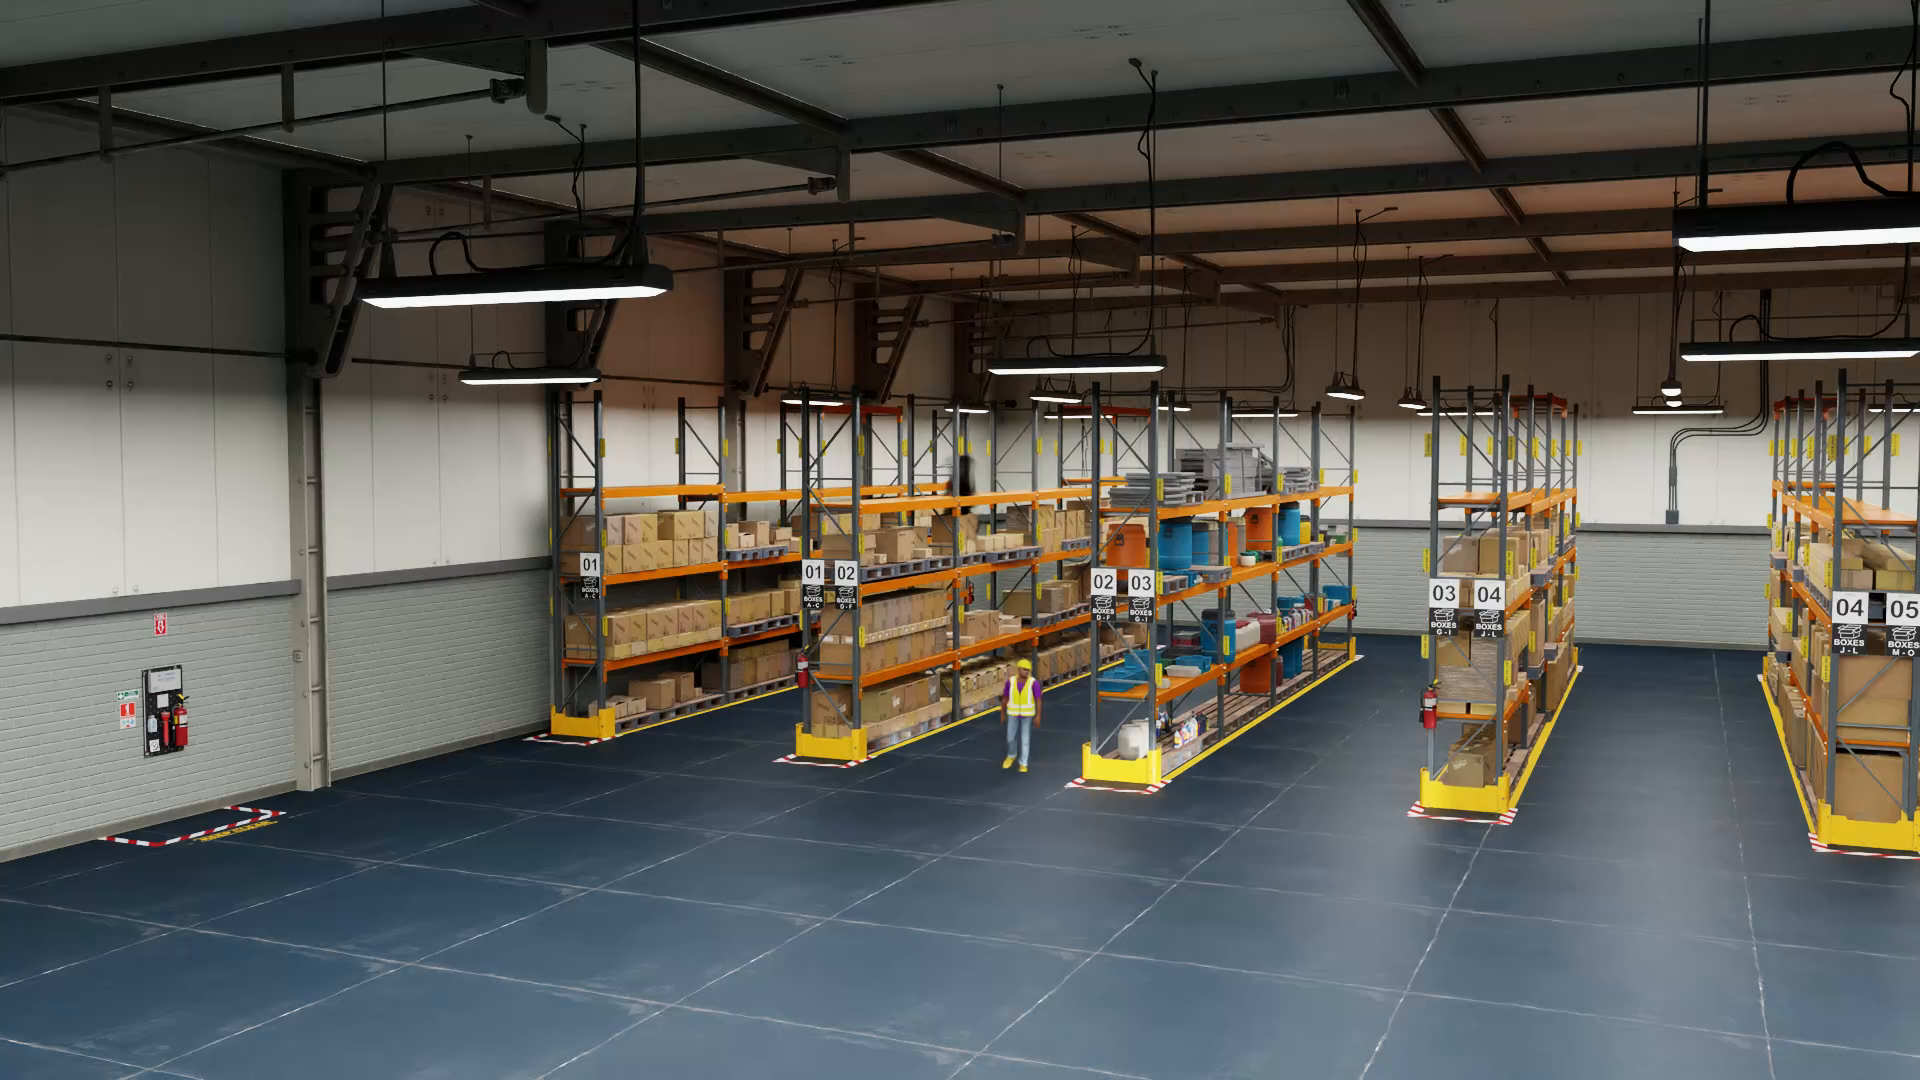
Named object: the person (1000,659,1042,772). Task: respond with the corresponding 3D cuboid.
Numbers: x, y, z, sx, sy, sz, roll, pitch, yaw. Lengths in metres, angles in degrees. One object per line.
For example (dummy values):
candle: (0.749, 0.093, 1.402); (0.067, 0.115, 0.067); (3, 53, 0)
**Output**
person: (0.934, 2.698, 25.577); (0.660, 1.732, 0.495); (0, 3, 6)
